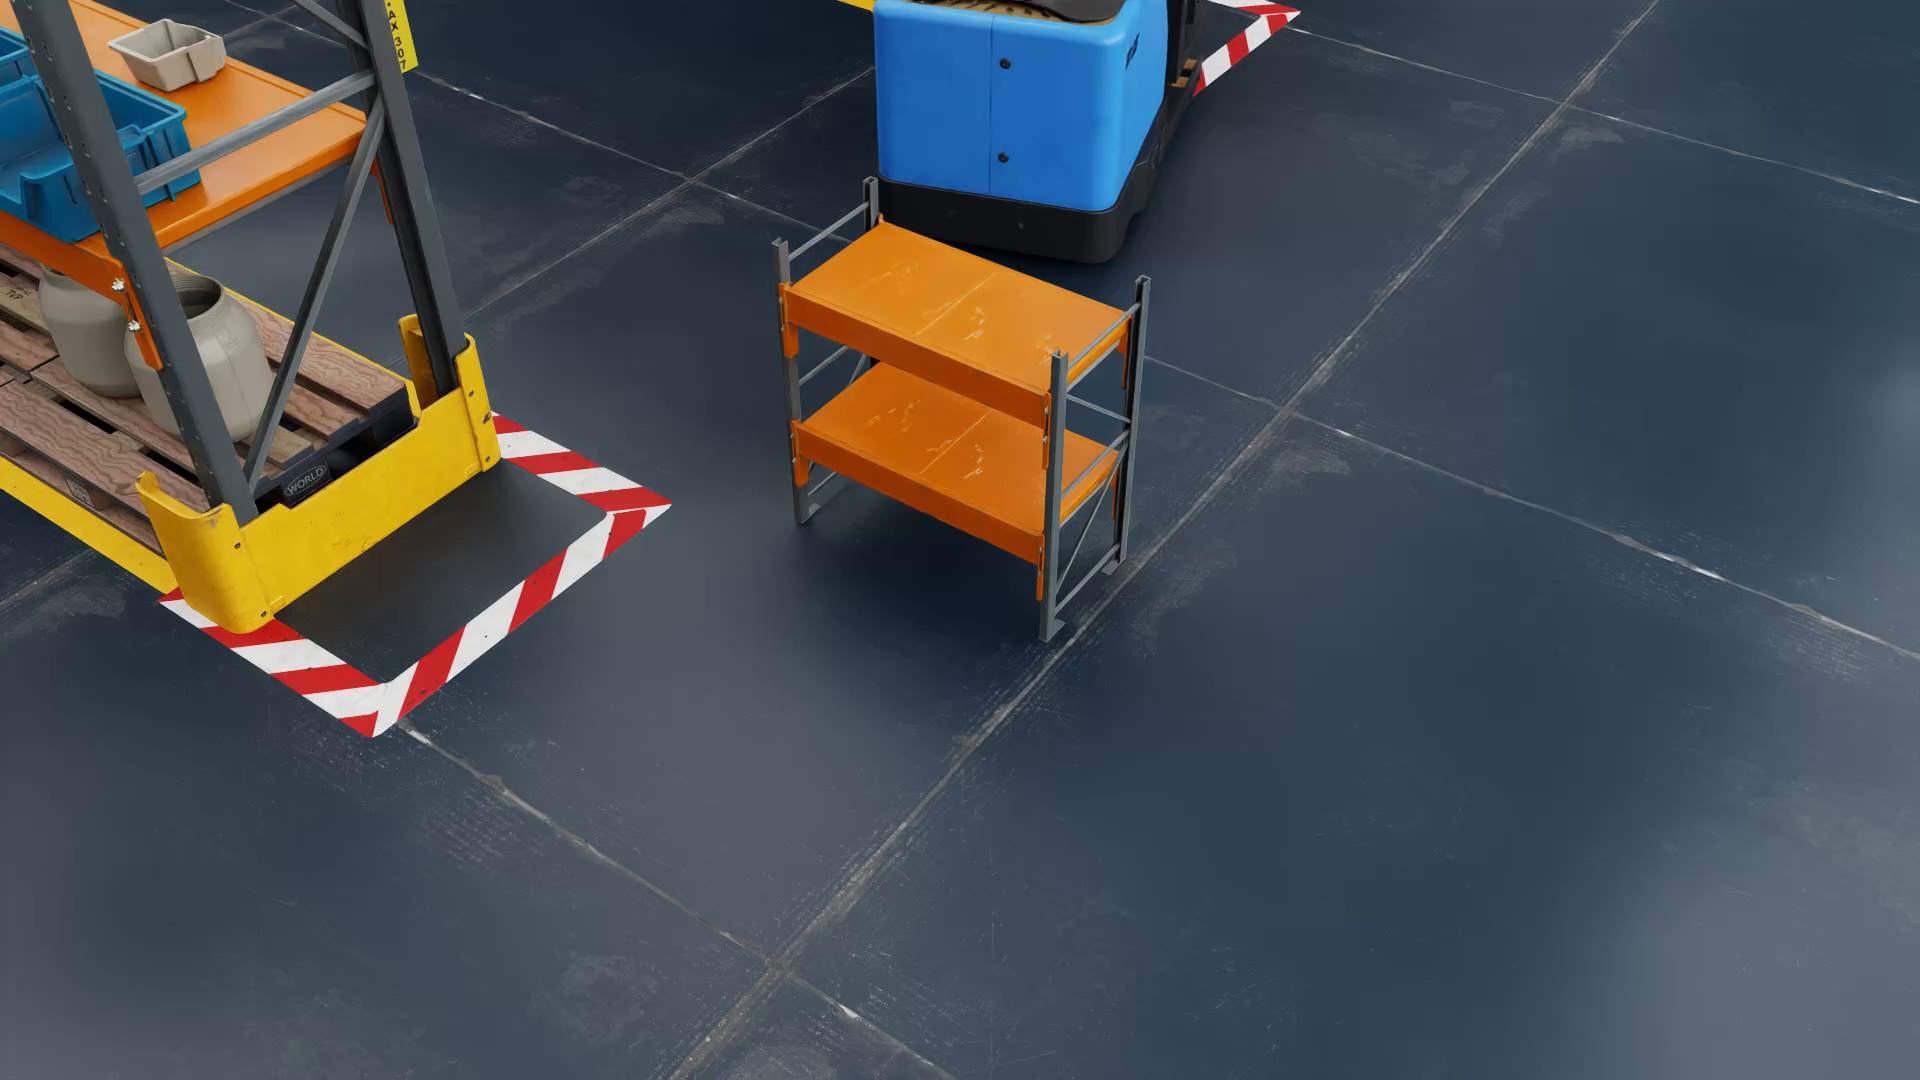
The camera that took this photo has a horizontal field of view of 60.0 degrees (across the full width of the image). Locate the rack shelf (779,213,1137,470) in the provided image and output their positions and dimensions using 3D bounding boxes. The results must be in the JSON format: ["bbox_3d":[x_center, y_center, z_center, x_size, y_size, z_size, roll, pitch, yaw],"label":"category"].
[{"bbox_3d":[-0.006,-0.640,5.183,1.000,0.278,0.538,25,48,25],"label":"rack shelf"}]

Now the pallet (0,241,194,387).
[{"bbox_3d":[-3.788,-0.921,6.621,1.213,0.211,1.003,25,48,25],"label":"pallet"}]

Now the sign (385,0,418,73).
[{"bbox_3d":[-1.723,-1.577,5.056,0.005,0.325,0.100,25,48,25],"label":"sign"}]

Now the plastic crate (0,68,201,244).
[{"bbox_3d":[-2.624,-1.148,4.896,0.616,0.251,0.499,25,48,25],"label":"plastic crate"}]

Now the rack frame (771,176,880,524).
[{"bbox_3d":[-0.422,-0.616,5.595,0.032,1.125,0.500,25,48,25],"label":"rack frame"}]

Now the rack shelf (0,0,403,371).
[{"bbox_3d":[-3.680,-1.673,5.910,4.000,0.370,1.077,25,48,25],"label":"rack shelf"}]

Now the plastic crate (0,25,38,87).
[{"bbox_3d":[-3.152,-1.400,5.177,0.408,0.251,0.499,25,48,25],"label":"plastic crate"}]

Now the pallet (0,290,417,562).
[{"bbox_3d":[-2.794,-0.454,6.099,1.213,0.211,1.003,25,48,25],"label":"pallet"}]

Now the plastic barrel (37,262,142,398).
[{"bbox_3d":[-3.035,-0.807,5.953,0.421,0.512,0.421,0,42,0],"label":"plastic barrel"}]

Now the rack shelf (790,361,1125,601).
[{"bbox_3d":[-0.006,-0.240,5.541,1.000,0.278,0.538,25,48,25],"label":"rack shelf"}]

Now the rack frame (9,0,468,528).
[{"bbox_3d":[-2.042,-1.176,4.814,0.127,3.000,1.000,25,48,25],"label":"rack frame"}]

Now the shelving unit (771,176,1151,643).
[{"bbox_3d":[-0.006,-0.422,5.378,1.048,1.125,0.538,25,48,25],"label":"shelving unit"}]

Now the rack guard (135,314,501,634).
[{"bbox_3d":[-2.132,-0.248,5.652,0.348,0.500,1.175,25,48,25],"label":"rack guard"}]

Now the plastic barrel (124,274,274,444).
[{"bbox_3d":[-2.625,-0.615,5.739,0.421,0.512,0.421,0,42,0],"label":"plastic barrel"}]

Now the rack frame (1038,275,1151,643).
[{"bbox_3d":[0.411,-0.227,5.160,0.032,1.125,0.500,25,48,25],"label":"rack frame"}]

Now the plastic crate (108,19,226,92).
[{"bbox_3d":[-2.590,-1.596,5.482,0.250,0.136,0.298,25,48,25],"label":"plastic crate"}]

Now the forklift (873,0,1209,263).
[{"bbox_3d":[0.561,-3.240,7.173,1.130,2.935,3.031,12,43,13],"label":"forklift"}]
